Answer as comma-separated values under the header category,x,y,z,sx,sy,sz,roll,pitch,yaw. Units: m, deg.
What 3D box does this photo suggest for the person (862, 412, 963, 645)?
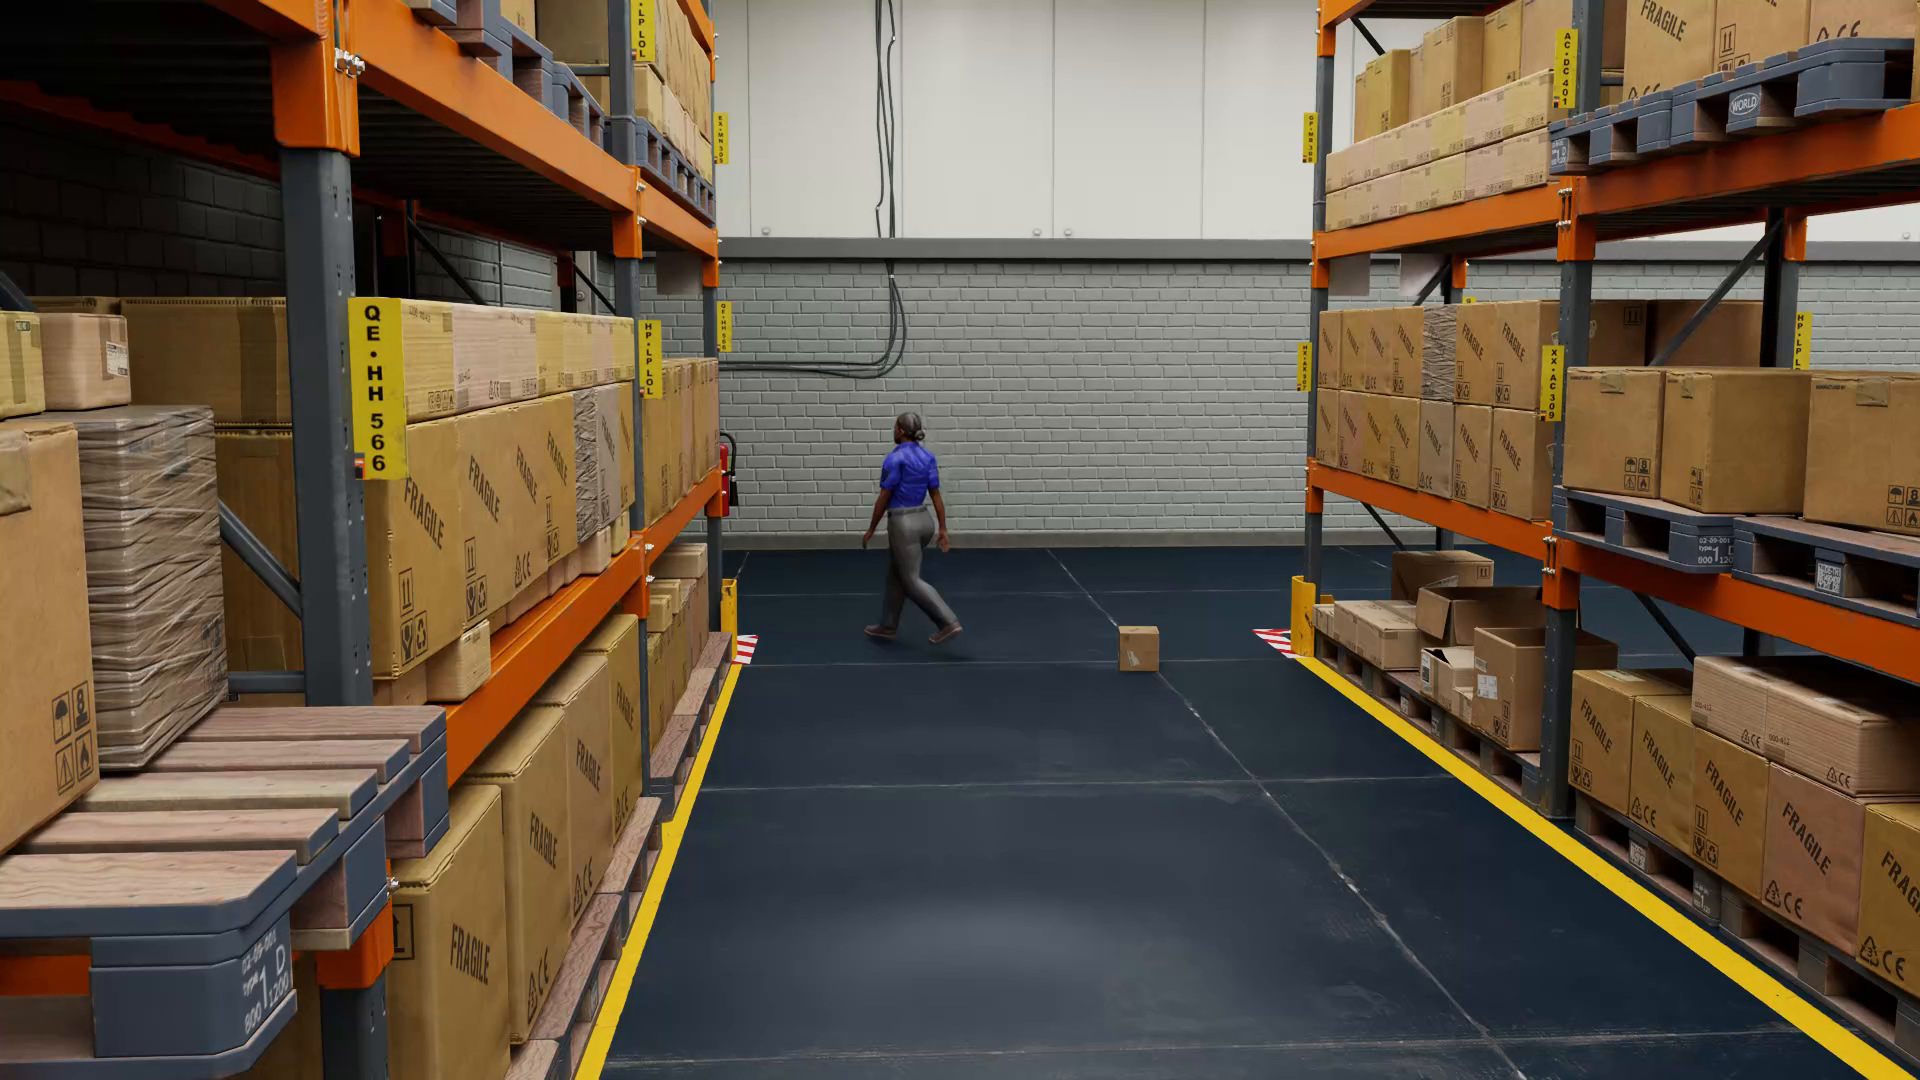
category,x,y,z,sx,sy,sz,roll,pitch,yaw
person,-0.338,-0.075,11.390,1.008,1.600,0.468,6,9,39
